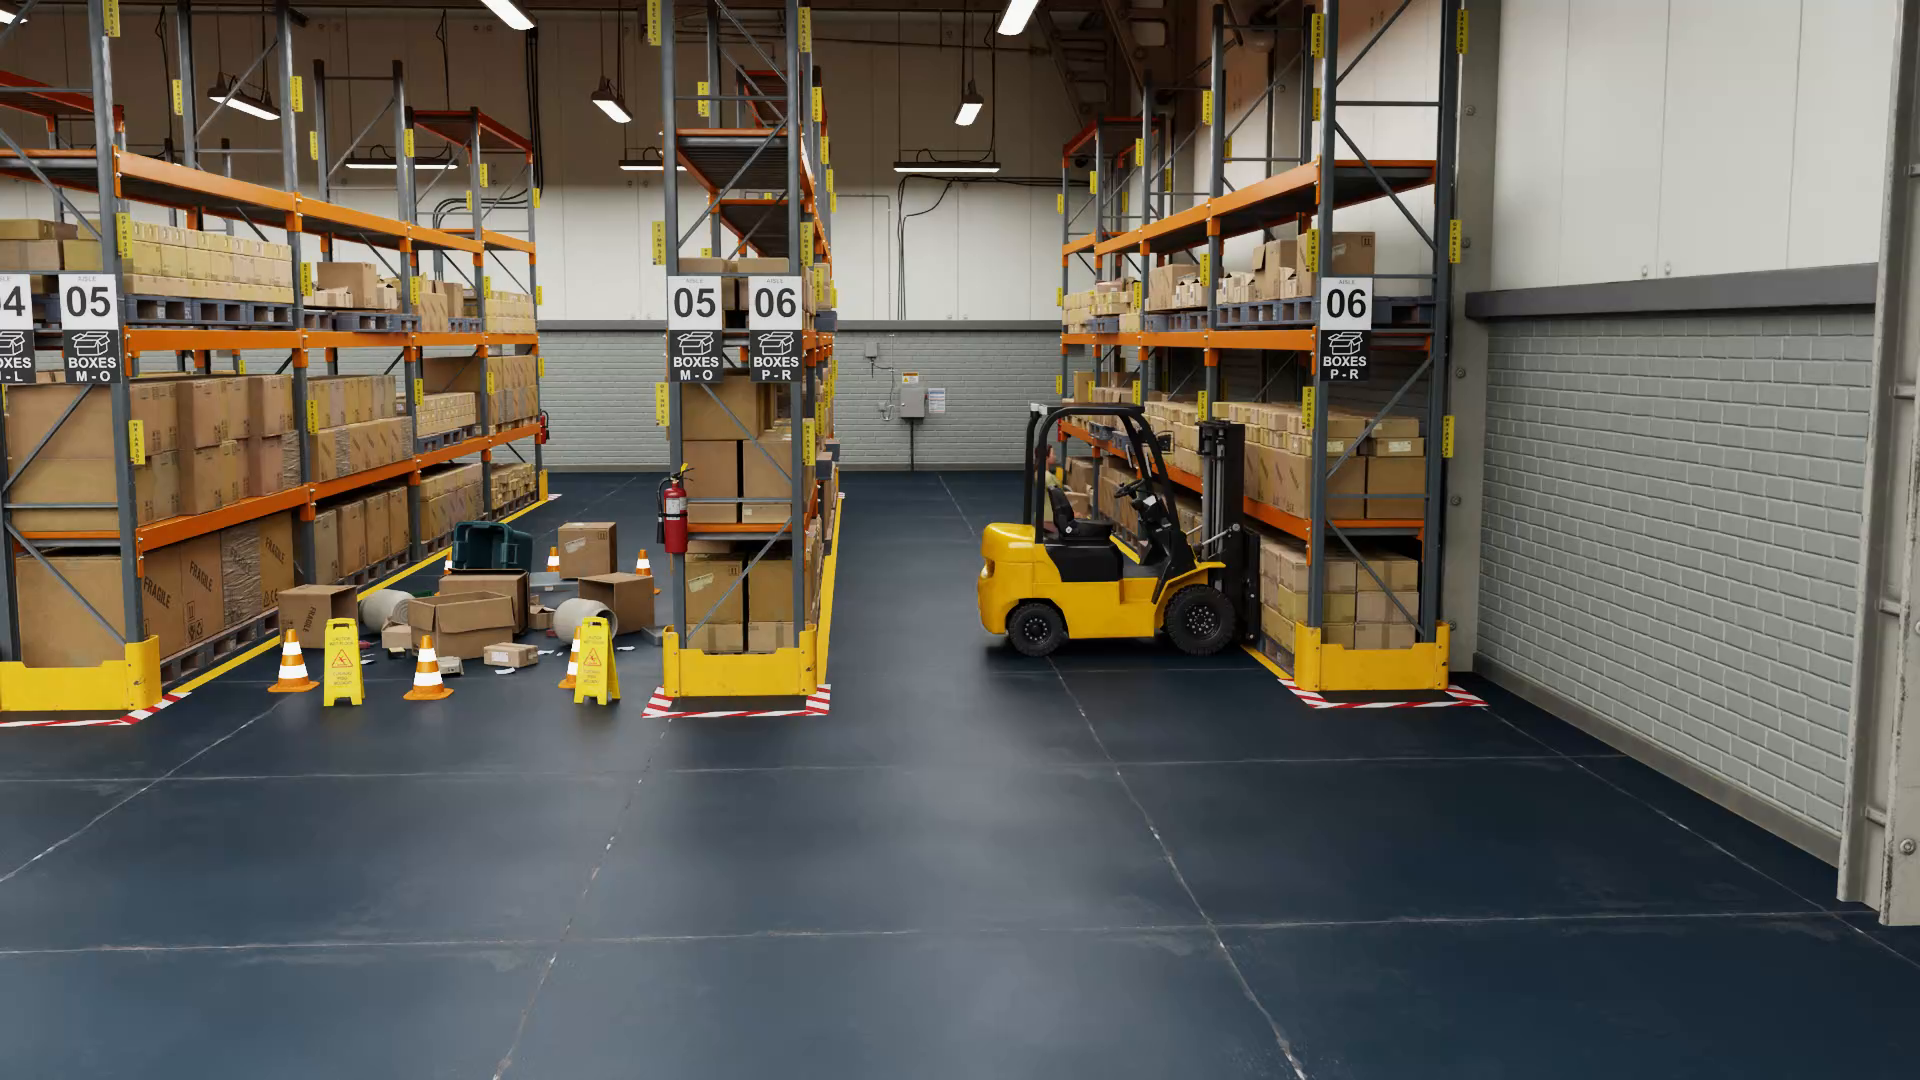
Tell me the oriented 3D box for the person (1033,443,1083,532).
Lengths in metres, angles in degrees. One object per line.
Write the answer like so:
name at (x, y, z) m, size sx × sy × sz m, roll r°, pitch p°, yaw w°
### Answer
person at (0.988, -0.173, 17.230) m, size 0.547 × 1.666 × 0.426 m, roll 0°, pitch 7°, yaw -3°
